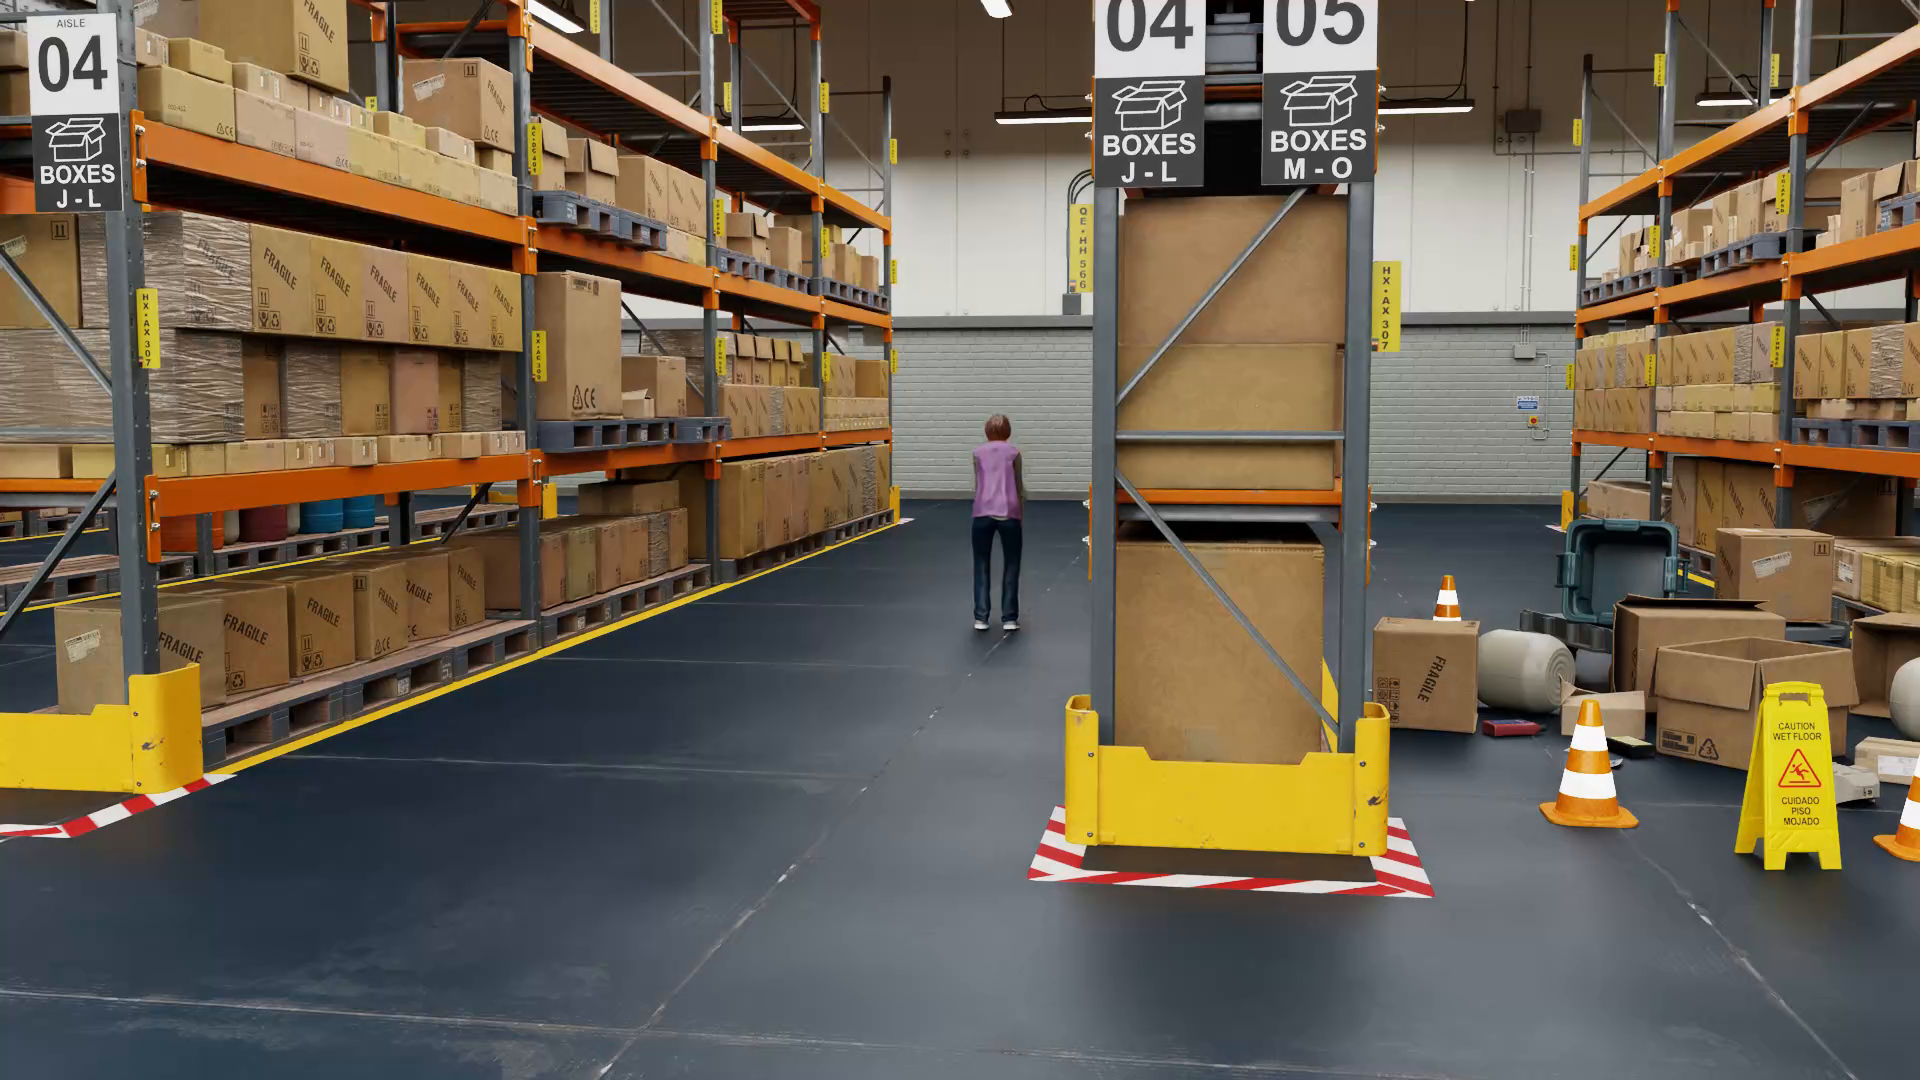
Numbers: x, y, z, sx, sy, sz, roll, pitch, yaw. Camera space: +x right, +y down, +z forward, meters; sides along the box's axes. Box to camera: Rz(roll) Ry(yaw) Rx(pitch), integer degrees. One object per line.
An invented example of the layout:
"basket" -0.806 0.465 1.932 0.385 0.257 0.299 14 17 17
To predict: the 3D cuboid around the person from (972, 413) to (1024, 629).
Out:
"person" 0.272 -0.133 12.022 0.372 1.560 0.532 1 5 8
